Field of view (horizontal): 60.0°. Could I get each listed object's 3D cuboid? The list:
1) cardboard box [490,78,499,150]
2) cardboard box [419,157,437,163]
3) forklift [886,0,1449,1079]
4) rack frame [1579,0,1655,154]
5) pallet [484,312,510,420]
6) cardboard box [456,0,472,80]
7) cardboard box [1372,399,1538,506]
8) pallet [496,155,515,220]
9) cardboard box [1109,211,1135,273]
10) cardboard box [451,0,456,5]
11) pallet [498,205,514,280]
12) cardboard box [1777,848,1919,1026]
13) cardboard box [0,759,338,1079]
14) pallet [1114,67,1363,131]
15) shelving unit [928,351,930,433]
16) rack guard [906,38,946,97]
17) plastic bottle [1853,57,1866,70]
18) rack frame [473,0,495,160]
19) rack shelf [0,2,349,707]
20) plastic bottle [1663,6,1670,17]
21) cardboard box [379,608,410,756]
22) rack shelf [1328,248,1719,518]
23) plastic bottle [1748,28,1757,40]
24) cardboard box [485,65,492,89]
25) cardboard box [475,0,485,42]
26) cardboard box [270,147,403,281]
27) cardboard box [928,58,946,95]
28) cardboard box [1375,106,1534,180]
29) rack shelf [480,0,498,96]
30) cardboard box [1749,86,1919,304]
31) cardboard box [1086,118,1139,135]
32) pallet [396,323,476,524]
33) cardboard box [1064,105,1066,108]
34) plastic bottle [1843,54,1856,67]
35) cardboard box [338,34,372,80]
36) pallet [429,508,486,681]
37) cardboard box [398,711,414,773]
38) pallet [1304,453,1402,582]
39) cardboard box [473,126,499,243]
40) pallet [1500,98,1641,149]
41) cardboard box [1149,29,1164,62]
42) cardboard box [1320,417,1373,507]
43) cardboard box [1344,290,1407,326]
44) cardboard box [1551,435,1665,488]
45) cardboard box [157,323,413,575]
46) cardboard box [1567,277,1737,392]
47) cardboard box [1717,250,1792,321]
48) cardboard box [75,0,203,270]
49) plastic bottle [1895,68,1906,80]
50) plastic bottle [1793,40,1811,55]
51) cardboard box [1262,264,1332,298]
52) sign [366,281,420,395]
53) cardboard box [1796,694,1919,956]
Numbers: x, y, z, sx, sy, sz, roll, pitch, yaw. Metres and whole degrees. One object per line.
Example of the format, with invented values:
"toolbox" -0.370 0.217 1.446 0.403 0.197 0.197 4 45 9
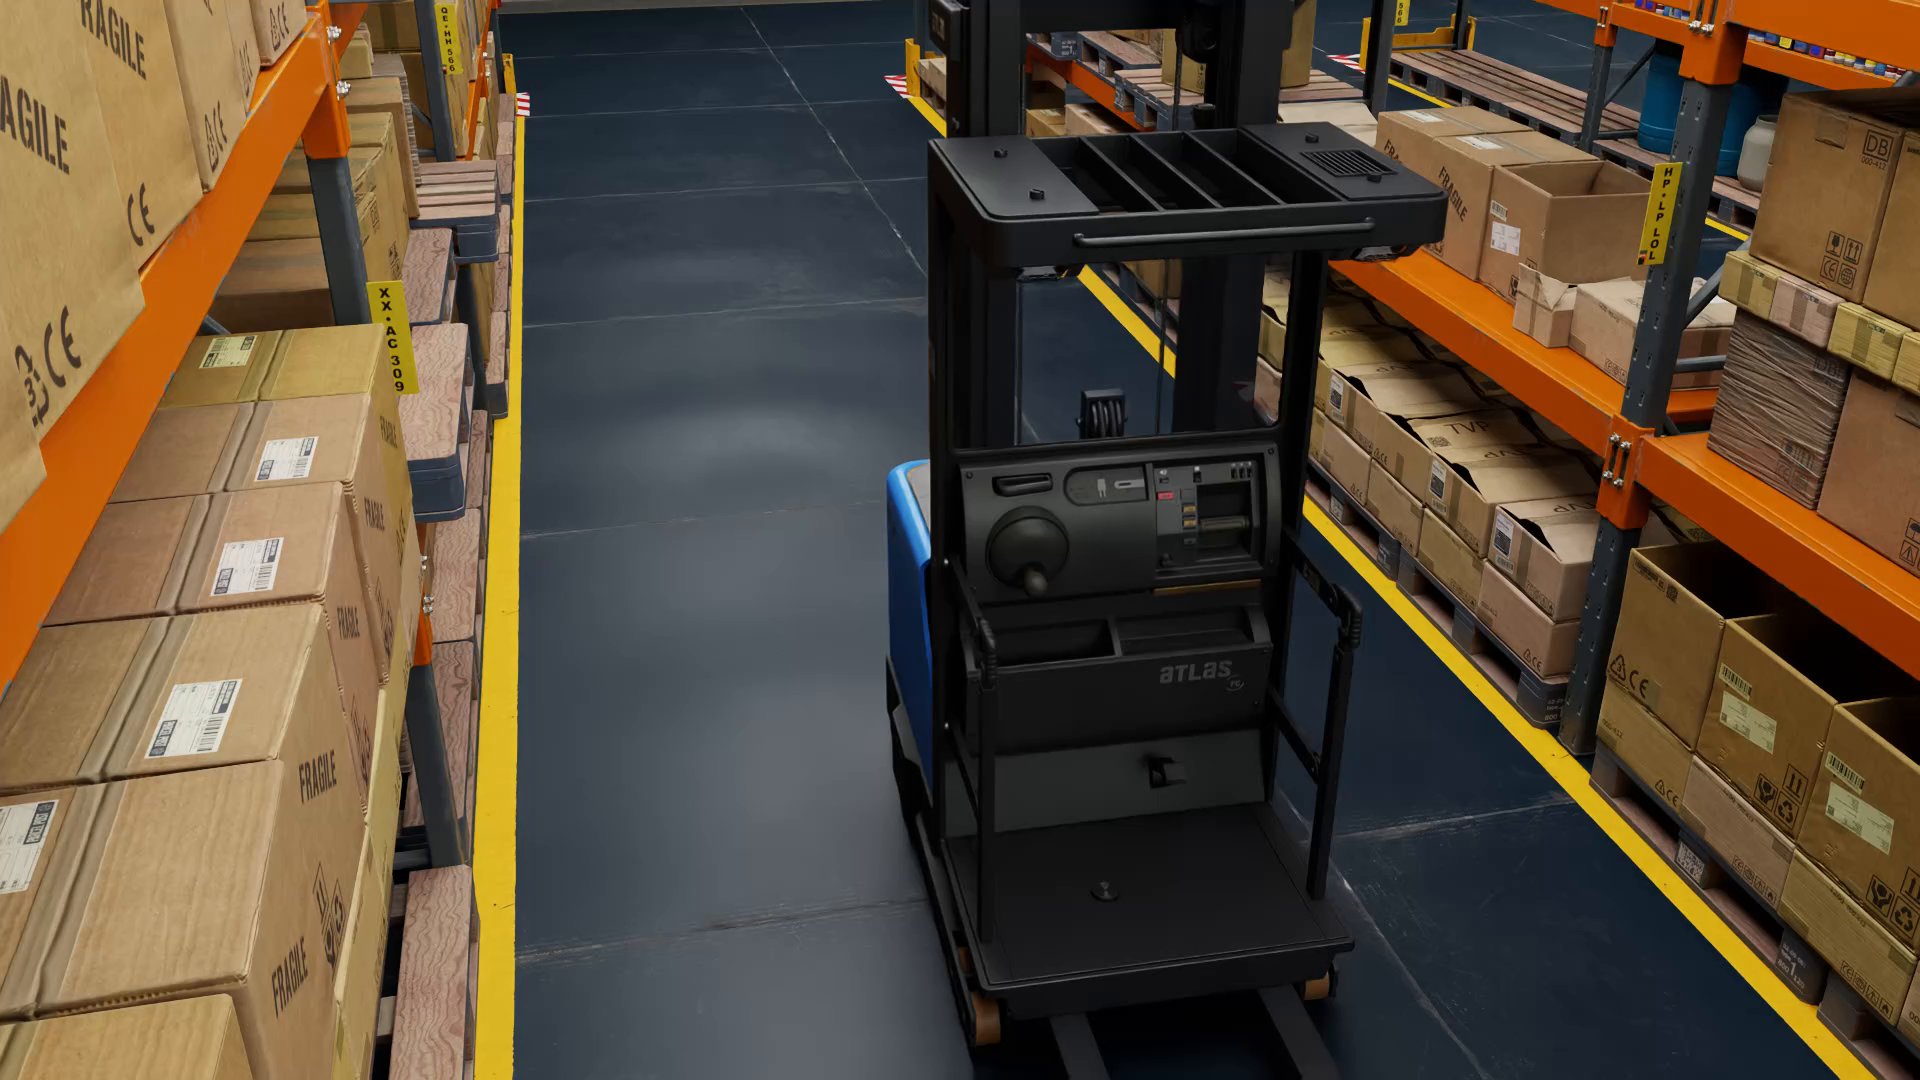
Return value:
"cardboard box" -4.176 -3.473 13.610 0.700 0.500 0.500 -5 27 -10
"cardboard box" -2.831 -1.925 8.492 0.380 0.149 0.250 -6 27 -12
"forklift" 0.505 -0.019 4.535 1.130 2.935 3.031 -5 27 -10
"rack frame" 5.769 -4.622 13.579 1.000 3.000 0.127 -6 27 -12
"pallet" -3.086 -0.969 9.436 1.003 0.211 1.213 -6 27 -12
"cardboard box" -3.187 -2.962 9.827 0.500 0.500 0.500 -5 27 -10
"cardboard box" 2.141 -0.415 7.206 0.500 0.311 0.500 -6 27 -12
"pallet" -3.979 -2.713 12.891 1.003 0.211 1.213 -6 27 -12
"cardboard box" 1.288 -2.059 10.787 0.500 0.500 0.500 -7 28 -13
"cardboard box" -3.071 -3.062 9.192 0.500 0.250 0.500 -6 27 -11
"pallet" -3.636 -2.040 11.558 1.003 0.211 1.213 -6 27 -12
"cardboard box" 2.769 1.106 4.816 0.500 0.250 0.500 -6 27 -12
"cardboard box" -1.206 0.689 2.367 0.500 0.500 0.500 -7 28 -13
"pallet" 1.622 -2.570 9.725 1.213 0.211 1.003 -6 27 -12
"shelving unit" -0.012 -0.492 7.560 0.215 1.050 0.252 -6 27 -12
"rack guard" 0.058 -4.728 16.562 1.175 0.500 0.348 -6 27 -12
"plastic bottle" 6.015 -3.268 11.038 0.097 0.271 0.097 0 27 0
"rack frame" -3.883 -3.616 11.586 1.000 3.000 0.127 -6 27 -12
"rack shelf" -1.630 -0.244 2.374 1.077 0.370 4.000 -6 27 -12
"plastic bottle" 5.532 -4.210 12.906 0.097 0.271 0.097 0 27 0
"cardboard box" -1.574 0.350 3.871 0.500 0.250 0.500 -6 27 -11
"rack shelf" 2.294 -1.166 7.529 1.077 0.370 4.000 -6 27 -12
"plastic bottle" 5.762 -3.761 12.015 0.097 0.271 0.097 0 27 0
"cardboard box" -3.969 -3.714 13.368 0.380 0.149 0.250 -7 28 -13
"cardboard box" -3.990 -3.990 11.993 0.980 0.700 0.700 -6 27 -11
"cardboard box" -2.460 -1.104 6.009 0.700 0.500 0.500 -2 27 -5
"cardboard box" -0.001 -4.359 15.620 0.500 0.250 0.500 -6 27 -12
"cardboard box" 2.237 -1.675 7.628 0.500 0.500 0.500 -7 28 -14
"rack shelf" -4.334 -4.173 13.487 1.077 0.370 4.000 -6 27 -12
"cardboard box" 2.851 -1.039 4.928 0.700 0.500 0.500 -6 27 -11
"cardboard box" 1.153 -2.640 11.105 0.500 0.250 0.500 -6 27 -13
"pallet" -2.111 -0.369 5.365 1.003 0.211 1.213 -6 27 -12
"cardboard box" 0.853 -3.637 14.284 0.380 0.166 0.250 -6 27 -12
"plastic bottle" 5.993 -3.279 11.139 0.097 0.201 0.097 0 27 0
"cardboard box" -2.788 -2.103 7.268 0.380 0.149 0.250 -11 29 -20
"pallet" -2.536 0.262 6.996 1.003 0.211 1.213 -6 27 -12
"cardboard box" -2.263 0.494 5.729 0.700 0.500 0.500 -5 27 -10
"pallet" 2.262 -0.220 7.952 1.003 0.211 1.213 -6 27 -12
"cardboard box" -3.407 -2.182 10.664 0.750 0.750 0.750 -5 27 -10
"pallet" 5.565 -3.696 14.839 1.003 0.211 1.213 -6 27 -12
"cardboard box" 1.572 -3.283 10.348 0.700 0.500 0.500 -1 27 -2
"cardboard box" 2.028 -0.392 7.783 0.500 0.250 0.500 -5 27 -11
"cardboard box" 2.325 -1.143 8.648 0.500 0.311 0.500 -6 27 -12
"cardboard box" 2.787 -0.246 6.872 0.500 0.311 0.500 -6 27 -12
"cardboard box" -1.673 -0.205 4.139 0.500 0.500 0.500 -6 27 -12
"cardboard box" 2.591 -0.754 6.081 0.500 0.250 0.500 -4 27 -8
"cardboard box" 2.617 -0.806 5.186 0.380 0.149 0.250 -6 27 -12
"cardboard box" -1.360 -0.613 2.174 0.500 0.500 0.500 -4 27 -8
"plastic bottle" 6.103 -3.066 10.715 0.097 0.201 0.097 0 27 0
"plastic bottle" 5.911 -3.554 11.518 0.144 0.351 0.185 -6 27 -12
"cardboard box" 1.675 -1.316 8.991 0.500 0.311 0.500 -5 27 -10
"sign" -1.554 -0.549 4.548 0.100 0.325 0.005 -6 27 -12
"cardboard box" 2.770 0.771 4.647 0.500 0.500 0.500 -6 27 -12
